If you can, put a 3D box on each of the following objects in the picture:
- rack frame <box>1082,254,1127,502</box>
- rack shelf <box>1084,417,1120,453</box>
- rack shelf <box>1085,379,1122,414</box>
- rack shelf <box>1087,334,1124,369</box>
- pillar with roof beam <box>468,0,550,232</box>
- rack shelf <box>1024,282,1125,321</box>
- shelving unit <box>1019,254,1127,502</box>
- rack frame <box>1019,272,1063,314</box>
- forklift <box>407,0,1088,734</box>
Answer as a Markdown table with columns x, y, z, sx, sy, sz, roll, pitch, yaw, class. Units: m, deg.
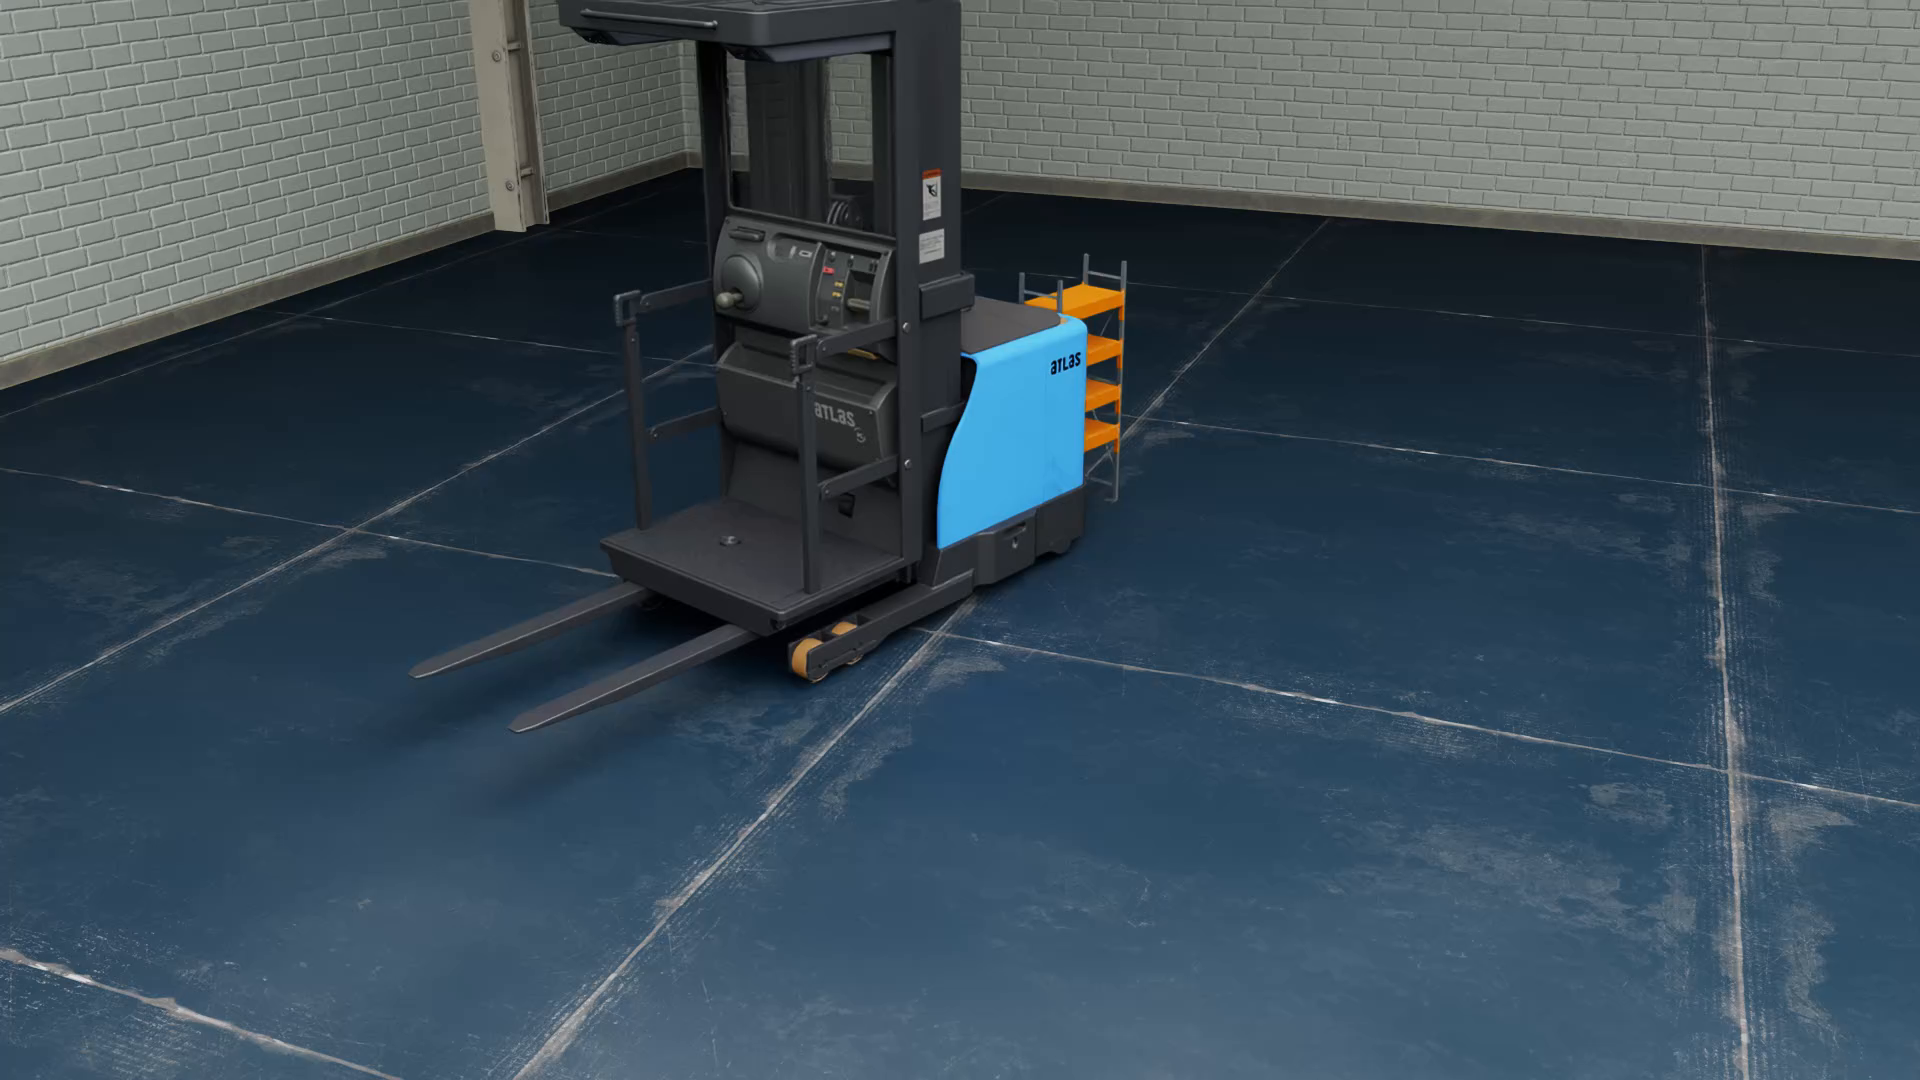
| x | y | z | sx | sy | sz | roll | pitch | yaw | class |
| --- | --- | --- | --- | --- | --- | --- | --- | --- | --- |
| 0.682 | -0.773 | 8.045 | 0.240 | 1.200 | 0.015 | 18 | 29 | 37 | rack frame |
| 0.523 | -0.457 | 7.976 | 0.258 | 0.148 | 0.480 | 18 | 29 | 37 | rack shelf |
| 0.523 | -0.640 | 7.900 | 0.258 | 0.148 | 0.480 | 18 | 29 | 37 | rack shelf |
| 0.523 | -0.846 | 7.814 | 0.258 | 0.148 | 0.480 | 18 | 29 | 37 | rack shelf |
| 0.267 | -6.205 | 10.931 | 9.100 | 9.000 | 0.400 | 9 | 24 | 20 | pillar with roof beam |
| 0.523 | -1.065 | 7.722 | 0.258 | 0.148 | 0.480 | 18 | 29 | 37 | rack shelf |
| 0.523 | -0.702 | 7.874 | 0.258 | 1.200 | 0.503 | 18 | 29 | 37 | shelving unit |
| 0.364 | -0.631 | 7.703 | 0.240 | 1.200 | 0.015 | 18 | 29 | 37 | rack frame |
| -0.765 | -1.023 | 6.396 | 1.130 | 2.935 | 3.031 | 18 | 29 | 37 | forklift |
